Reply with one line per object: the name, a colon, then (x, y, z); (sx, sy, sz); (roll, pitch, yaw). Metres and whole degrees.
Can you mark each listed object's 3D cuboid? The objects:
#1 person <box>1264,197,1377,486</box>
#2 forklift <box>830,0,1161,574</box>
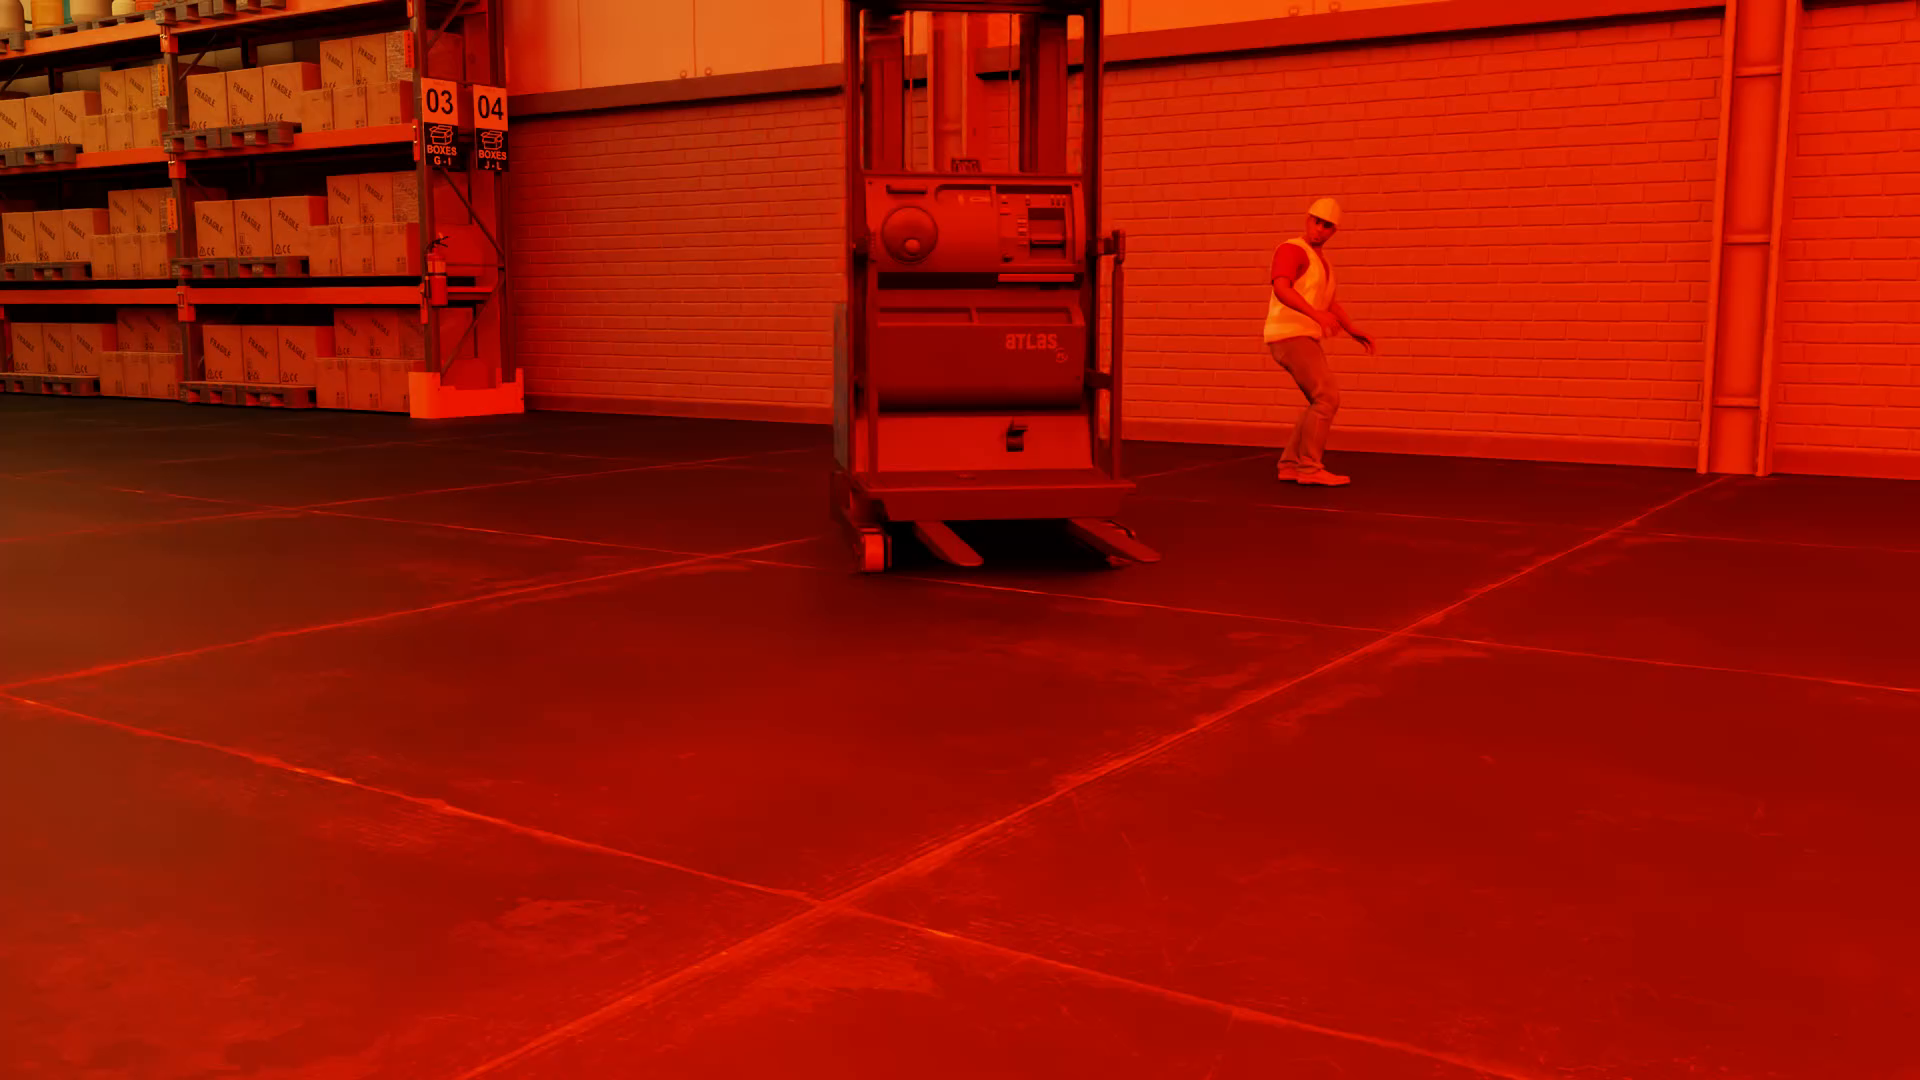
person: (2.129, -1.169, 9.894); (0.578, 1.709, 0.823); (4, 9, 25)
forklift: (0.101, -1.366, 6.800); (1.130, 2.935, 3.031); (-1, 8, -9)
